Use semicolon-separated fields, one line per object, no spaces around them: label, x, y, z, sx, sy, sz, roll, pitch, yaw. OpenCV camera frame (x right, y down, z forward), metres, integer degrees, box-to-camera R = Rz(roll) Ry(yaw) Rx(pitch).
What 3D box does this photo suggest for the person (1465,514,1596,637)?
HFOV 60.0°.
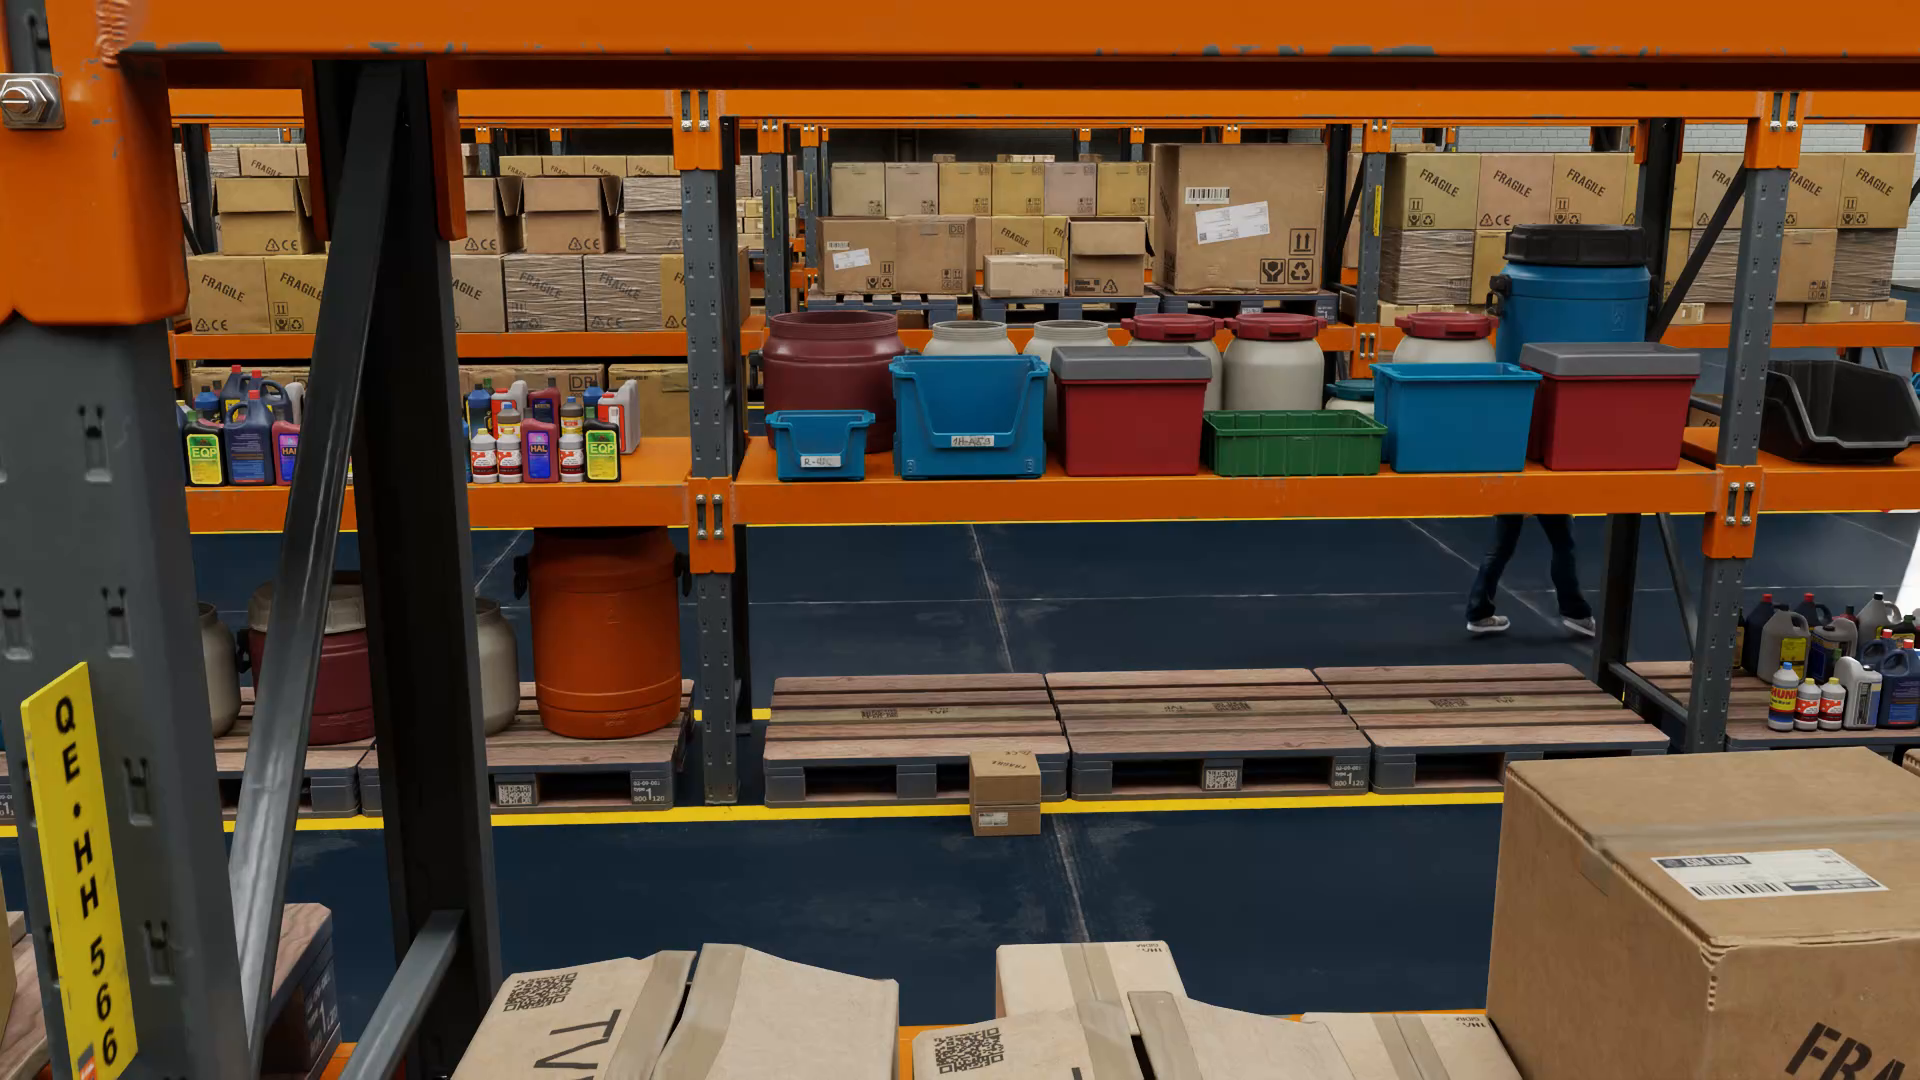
person;3.024;-0.271;8.614;0.745;1.602;0.423;-5;15;-19
